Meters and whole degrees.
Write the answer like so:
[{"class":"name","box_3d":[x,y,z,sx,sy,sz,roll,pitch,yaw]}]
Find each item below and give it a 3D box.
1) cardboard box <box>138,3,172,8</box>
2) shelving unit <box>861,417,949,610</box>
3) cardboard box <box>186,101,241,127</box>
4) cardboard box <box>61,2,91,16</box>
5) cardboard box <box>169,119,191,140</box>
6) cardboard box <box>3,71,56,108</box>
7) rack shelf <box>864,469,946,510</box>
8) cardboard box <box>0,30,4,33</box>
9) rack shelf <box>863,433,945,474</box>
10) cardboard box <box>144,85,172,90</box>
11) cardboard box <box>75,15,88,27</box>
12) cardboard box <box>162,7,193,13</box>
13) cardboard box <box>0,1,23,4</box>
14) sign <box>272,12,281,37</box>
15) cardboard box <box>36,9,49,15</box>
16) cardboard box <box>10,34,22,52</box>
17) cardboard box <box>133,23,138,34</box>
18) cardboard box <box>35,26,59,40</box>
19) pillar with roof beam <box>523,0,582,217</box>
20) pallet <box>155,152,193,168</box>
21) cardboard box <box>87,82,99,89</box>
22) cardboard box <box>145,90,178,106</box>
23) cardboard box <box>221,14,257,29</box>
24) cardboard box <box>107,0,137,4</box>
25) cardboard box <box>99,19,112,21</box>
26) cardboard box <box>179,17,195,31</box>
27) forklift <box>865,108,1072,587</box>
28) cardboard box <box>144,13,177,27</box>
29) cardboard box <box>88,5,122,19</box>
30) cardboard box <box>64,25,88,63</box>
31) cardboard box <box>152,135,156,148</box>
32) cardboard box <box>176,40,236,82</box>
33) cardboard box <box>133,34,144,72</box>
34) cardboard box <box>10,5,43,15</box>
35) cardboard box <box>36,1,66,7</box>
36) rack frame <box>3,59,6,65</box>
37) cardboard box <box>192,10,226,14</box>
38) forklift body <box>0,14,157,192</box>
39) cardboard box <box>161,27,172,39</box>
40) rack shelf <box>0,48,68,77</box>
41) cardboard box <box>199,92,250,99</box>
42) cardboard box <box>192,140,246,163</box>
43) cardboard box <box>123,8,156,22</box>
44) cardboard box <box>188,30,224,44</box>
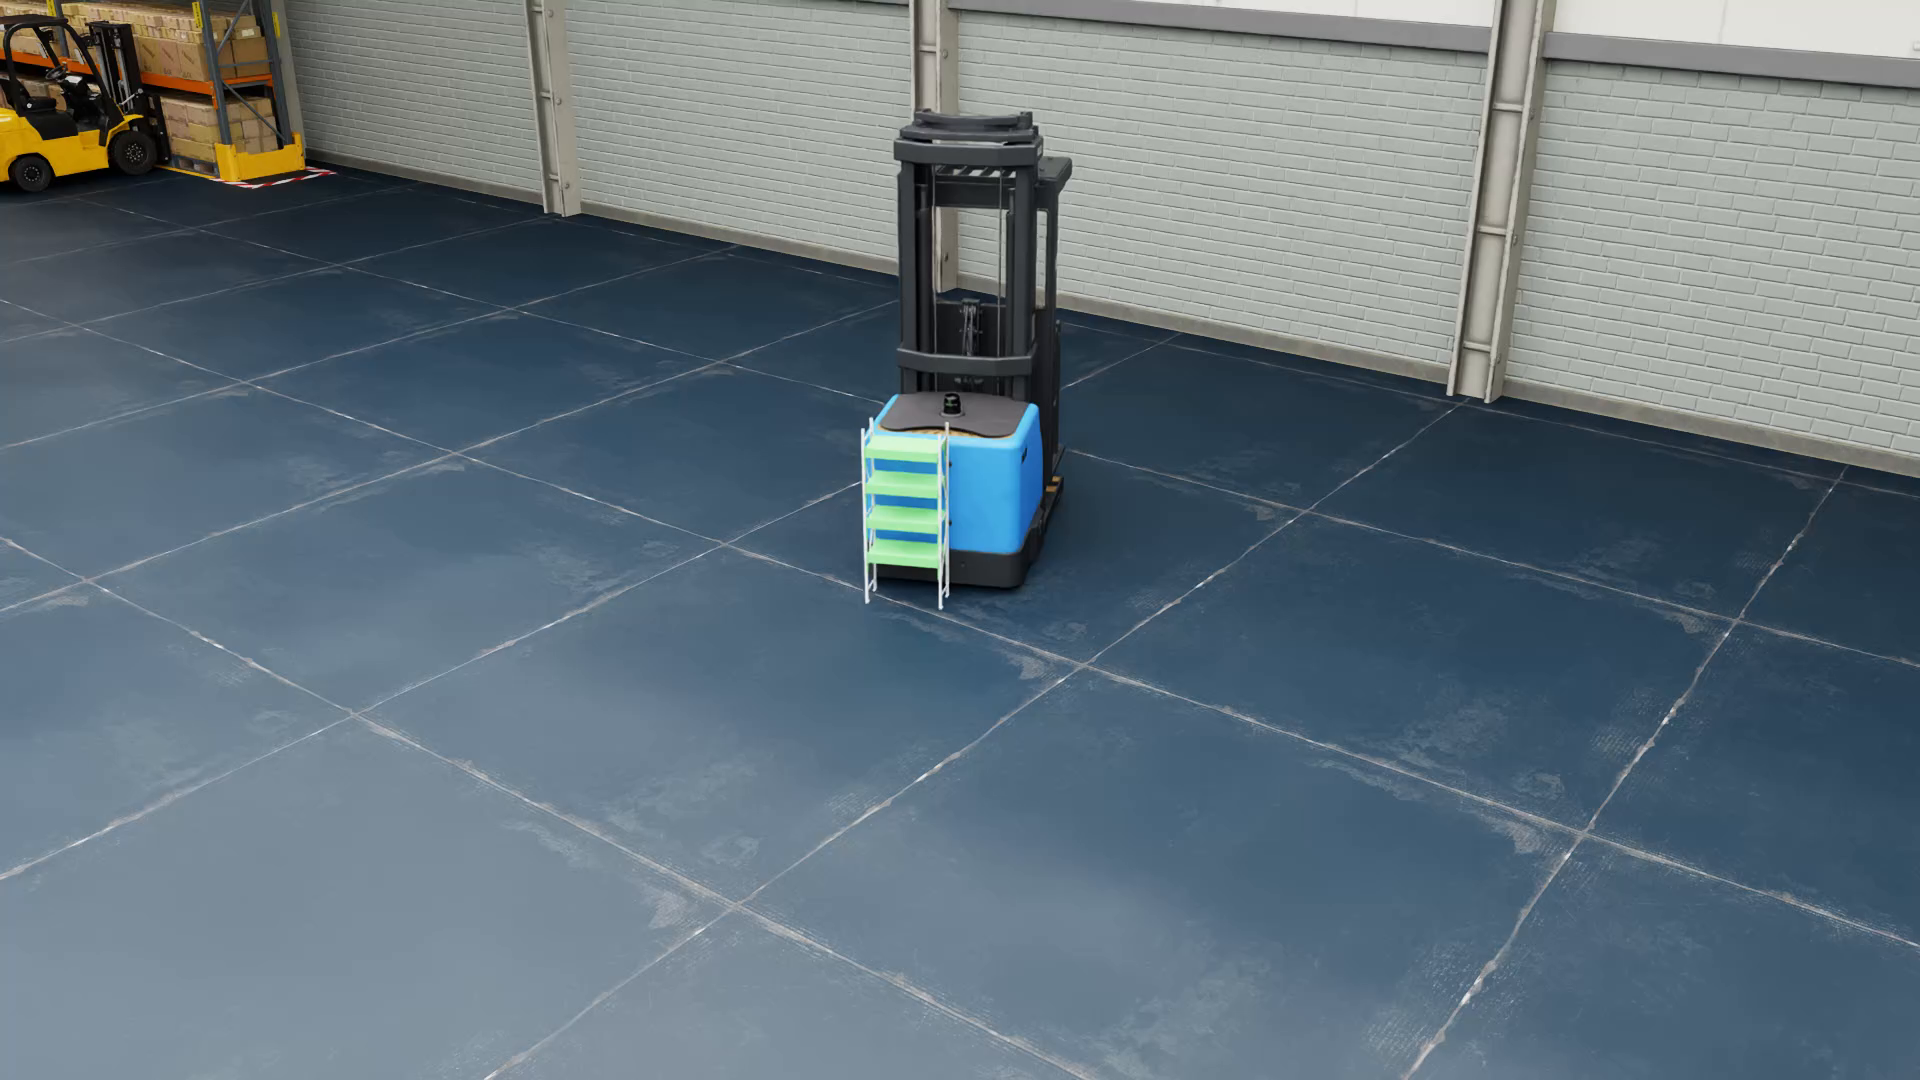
[{"class":"cardboard box","box_3d":[-11.786,-7.773,24.374,0.250,0.149,0.380,16,29,32]},{"class":"shelving unit","box_3d":[-0.344,-0.163,10.631,0.503,1.200,0.258,5,24,10]},{"class":"cardboard box","box_3d":[-10.406,-5.952,23.188,0.500,0.250,0.500,18,29,35]},{"class":"cardboard box","box_3d":[-12.974,-7.823,24.488,0.250,0.149,0.380,18,29,34]},{"class":"cardboard box","box_3d":[-10.823,-5.854,23.586,0.500,0.250,0.500,16,29,33]},{"class":"cardboard box","box_3d":[-14.695,-7.116,26.606,0.625,0.625,0.875,15,28,31]},{"class":"rack shelf","box_3d":[-0.344,-0.324,10.560,0.480,0.148,0.258,5,24,10]},{"class":"cardboard box","box_3d":[-14.812,-8.089,25.955,0.500,0.250,0.500,17,29,34]},{"class":"rack shelf","box_3d":[-0.344,-0.543,10.463,0.480,0.148,0.258,5,24,10]},{"class":"cardboard box","box_3d":[-11.731,-6.608,24.676,0.500,0.250,0.500,17,29,34]},{"class":"cardboard box","box_3d":[-12.746,-7.636,24.431,0.250,0.149,0.380,18,29,34]},{"class":"cardboard box","box_3d":[-11.212,-7.562,23.895,0.250,0.149,0.380,17,29,34]},{"class":"cardboard box","box_3d":[-14.869,-8.314,25.972,0.250,0.149,0.380,17,29,33]},{"class":"sign","box_3d":[-9.513,-7.160,23.108,0.005,0.325,0.100,17,29,33]},{"class":"cardboard box","box_3d":[-13.675,-7.927,25.093,0.250,0.149,0.380,16,29,33]},{"class":"cardboard box","box_3d":[-14.396,-7.736,25.773,0.500,0.250,0.500,17,29,34]},{"class":"cardboard box","box_3d":[-11.483,-7.278,23.619,0.250,0.149,0.380,17,29,33]},{"class":"cardboard box","box_3d":[-13.598,-7.714,25.102,0.500,0.250,0.500,16,28,32]},{"class":"pillar with roof beam","box_3d":[-7.648,-6.914,16.283,0.400,9.000,9.100,17,29,33]},{"class":"pallet","box_3d":[-11.460,-5.740,24.517,1.213,0.211,1.003,17,29,33]},{"class":"cardboard box","box_3d":[-12.853,-6.690,24.864,0.500,0.250,0.500,16,29,33]},{"class":"cardboard box","box_3d":[-11.629,-6.317,24.017,0.500,0.250,0.500,16,28,32]},{"class":"cardboard box","box_3d":[-9.991,-7.179,23.025,0.250,0.149,0.380,16,28,32]},{"class":"cardboard box","box_3d":[-12.439,-7.942,24.758,0.250,0.149,0.380,16,28,32]},{"class":"cardboard box","box_3d":[-12.159,-7.434,23.974,0.250,0.149,0.380,16,29,33]},{"class":"cardboard box","box_3d":[-10.480,-7.097,22.839,0.250,0.149,0.380,17,29,33]},{"class":"forklift","box_3d":[0.168,-1.597,11.740,1.130,2.935,3.031,5,24,10]},{"class":"cardboard box","box_3d":[-11.135,-7.263,23.216,0.250,0.149,0.380,18,29,35]},{"class":"cardboard box","box_3d":[-12.357,-7.635,24.060,0.250,0.149,0.380,18,29,34]},{"class":"cardboard box","box_3d":[-12.853,-7.371,24.636,0.500,0.500,0.500,16,28,32]},{"class":"cardboard box","box_3d":[-11.632,-5.861,24.221,0.500,0.250,0.500,18,29,35]},{"class":"cardboard box","box_3d":[-10.402,-6.630,22.953,0.500,0.500,0.500,16,28,32]},{"class":"cardboard box","box_3d":[-11.631,-7.000,23.793,0.500,0.500,0.500,17,29,34]},{"class":"cardboard box","box_3d":[-14.302,-8.108,25.503,0.250,0.149,0.380,16,28,32]},{"class":"cardboard box","box_3d":[-14.193,-8.339,26.028,0.250,0.149,0.380,17,29,33]},{"class":"rack frame","box_3d":[-16.252,-8.484,27.286,0.127,3.000,1.000,17,29,33]},{"class":"cardboard box","box_3d":[-10.589,-7.377,23.475,0.250,0.149,0.380,17,29,34]},{"class":"forklift body","box_3d":[-12.462,-6.031,22.771,1.214,2.155,2.313,17,29,33]},{"class":"cardboard box","box_3d":[-10.881,-7.084,23.180,0.250,0.149,0.380,17,29,33]},{"class":"rack shelf","box_3d":[-14.652,-7.672,26.333,4.000,0.370,1.077,17,29,33]},{"class":"cardboard box","box_3d":[-10.524,-6.238,23.837,0.500,0.250,0.500,17,29,33]},{"class":"cardboard box","box_3d":[-10.416,-5.495,23.392,0.500,0.250,0.500,17,29,34]},{"class":"cardboard box","box_3d":[-11.686,-7.483,23.715,0.250,0.149,0.380,17,29,33]},{"class":"cardboard box","box_3d":[-10.296,-6.886,22.730,0.250,0.149,0.380,17,29,34]}]
